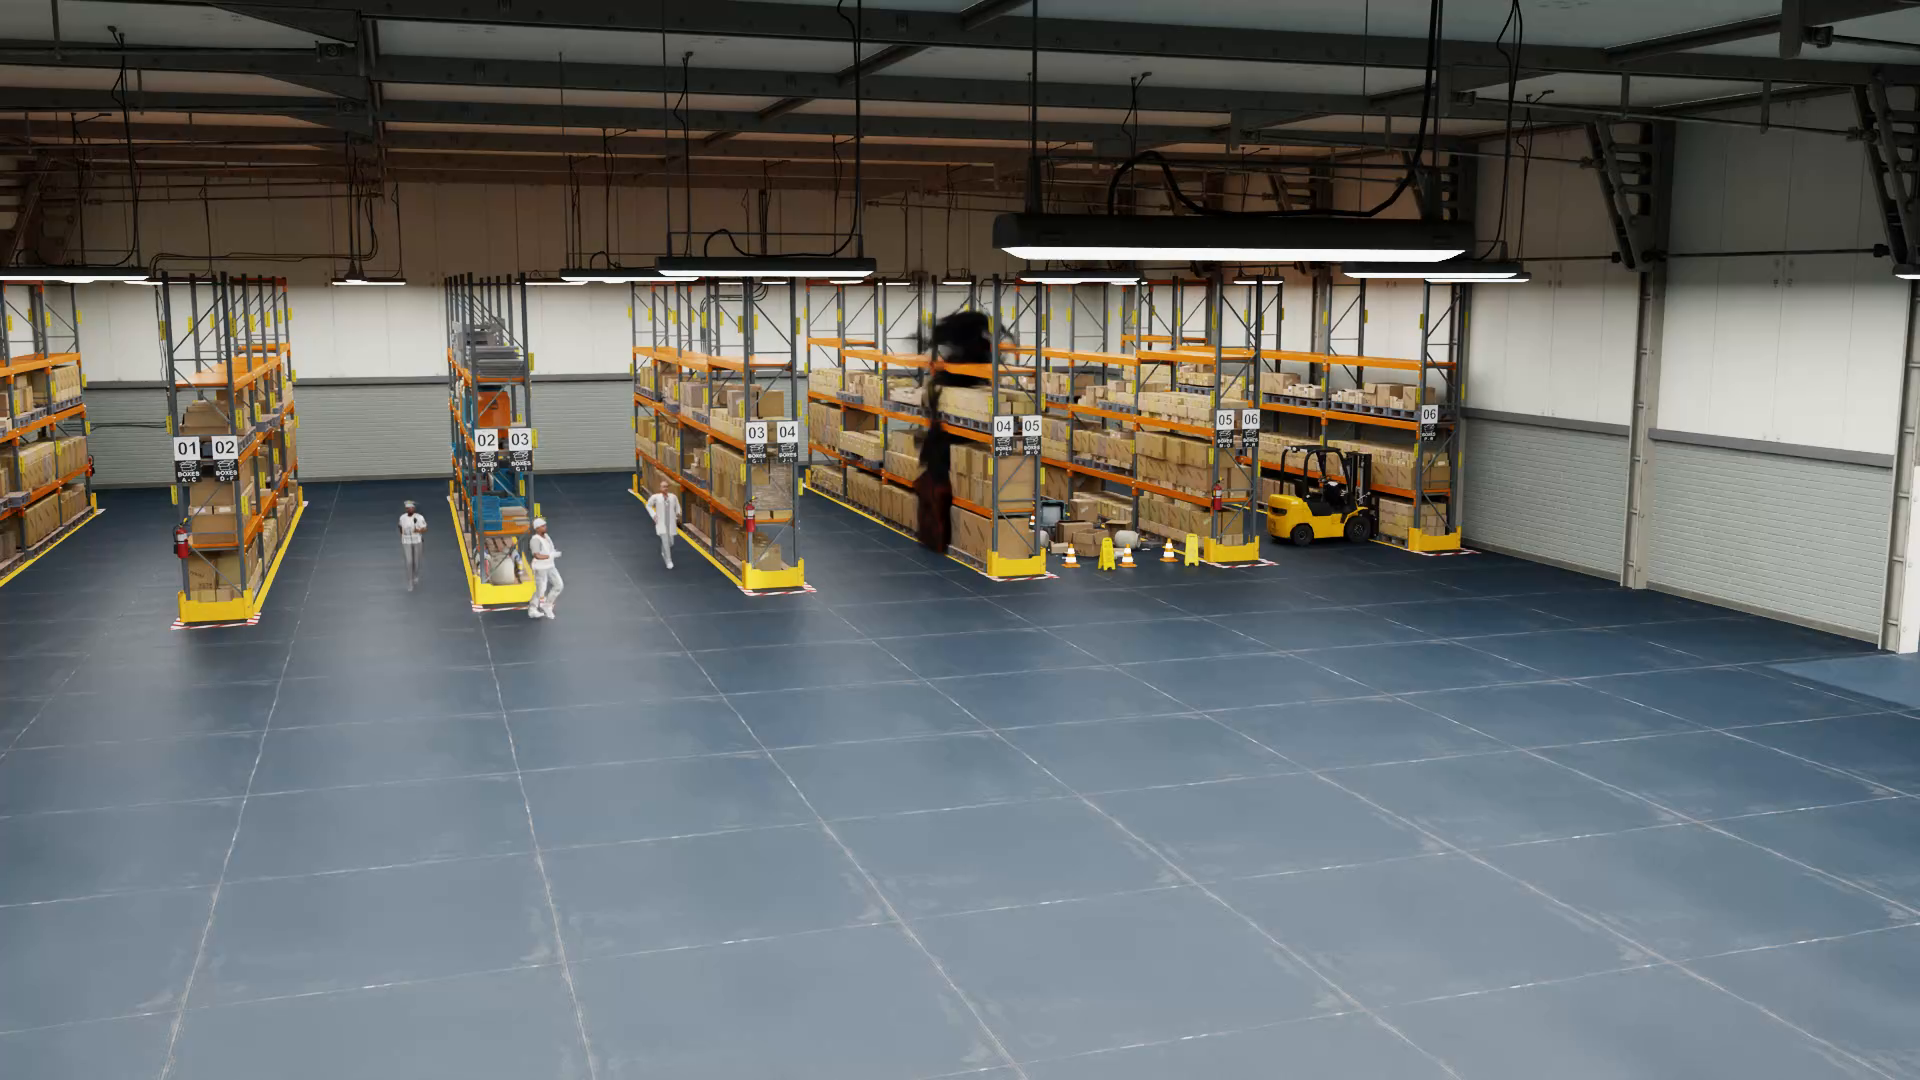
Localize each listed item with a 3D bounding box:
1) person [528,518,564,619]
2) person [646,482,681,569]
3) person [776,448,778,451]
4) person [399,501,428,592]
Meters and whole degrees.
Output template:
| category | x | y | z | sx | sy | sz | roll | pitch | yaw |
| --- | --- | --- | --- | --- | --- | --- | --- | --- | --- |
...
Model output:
| category | x | y | z | sx | sy | sz | roll | pitch | yaw |
| --- | --- | --- | --- | --- | --- | --- | --- | --- | --- |
| person | -7.200 | 0.507 | 28.864 | 0.693 | 1.792 | 0.663 | 3 | 9 | 17 |
| person | -6.133 | -0.331 | 34.543 | 0.711 | 1.769 | 0.885 | -4 | 10 | -25 |
| person | -4.660 | -1.660 | 43.241 | 0.668 | 1.749 | 0.575 | -4 | 9 | -23 |
| person | -10.475 | 0.097 | 31.898 | 0.553 | 1.753 | 0.782 | -2 | 9 | -15 |
